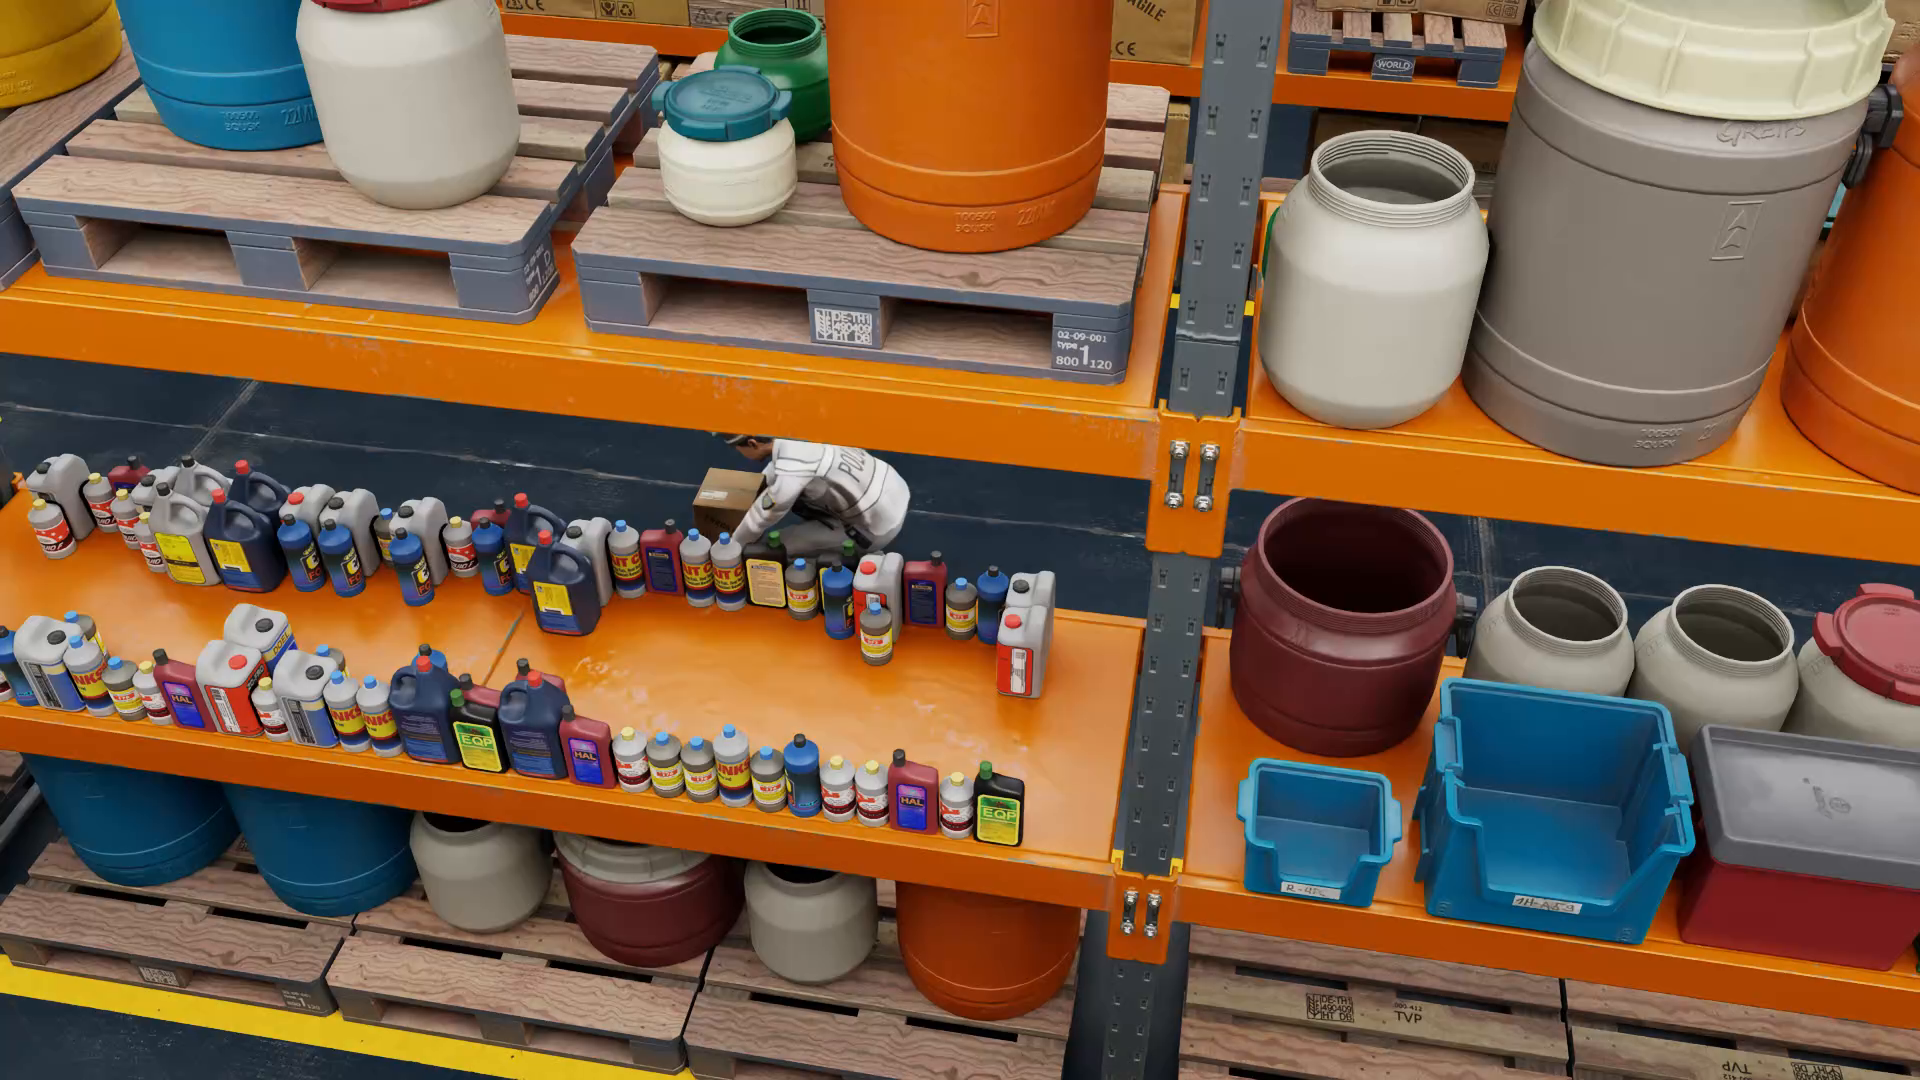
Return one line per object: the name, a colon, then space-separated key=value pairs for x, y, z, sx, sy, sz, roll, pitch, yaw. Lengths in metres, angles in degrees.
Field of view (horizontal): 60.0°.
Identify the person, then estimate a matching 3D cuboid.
person: x=-0.632 y=-0.196 z=6.932 sx=0.829 sy=0.961 sz=0.494 roll=7 pitch=41 yaw=8
